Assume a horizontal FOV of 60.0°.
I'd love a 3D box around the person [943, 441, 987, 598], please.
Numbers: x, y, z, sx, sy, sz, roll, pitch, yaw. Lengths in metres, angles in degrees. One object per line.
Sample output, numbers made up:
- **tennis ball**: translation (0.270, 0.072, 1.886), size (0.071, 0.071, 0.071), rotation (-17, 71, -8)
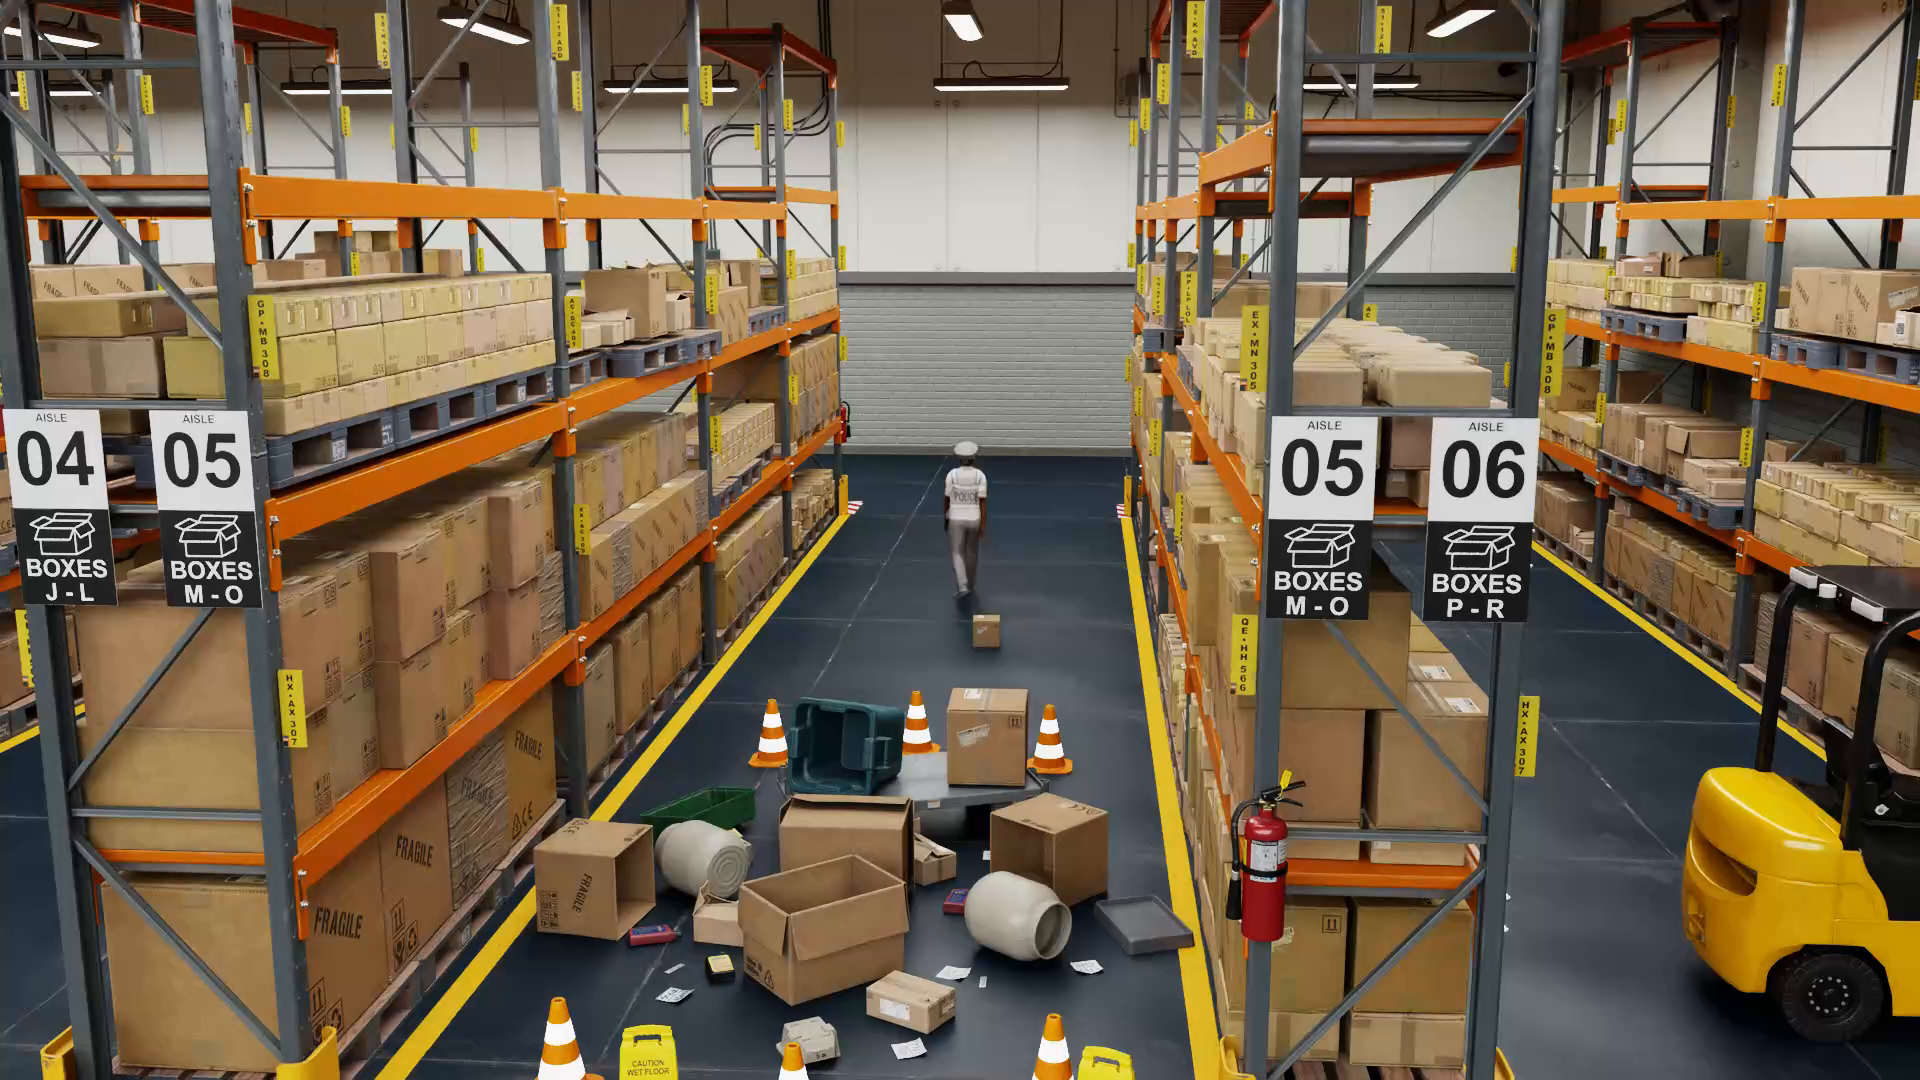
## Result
- **person**: translation (0.054, -0.211, 17.410), size (0.442, 1.641, 0.982), rotation (-2, 11, -8)
